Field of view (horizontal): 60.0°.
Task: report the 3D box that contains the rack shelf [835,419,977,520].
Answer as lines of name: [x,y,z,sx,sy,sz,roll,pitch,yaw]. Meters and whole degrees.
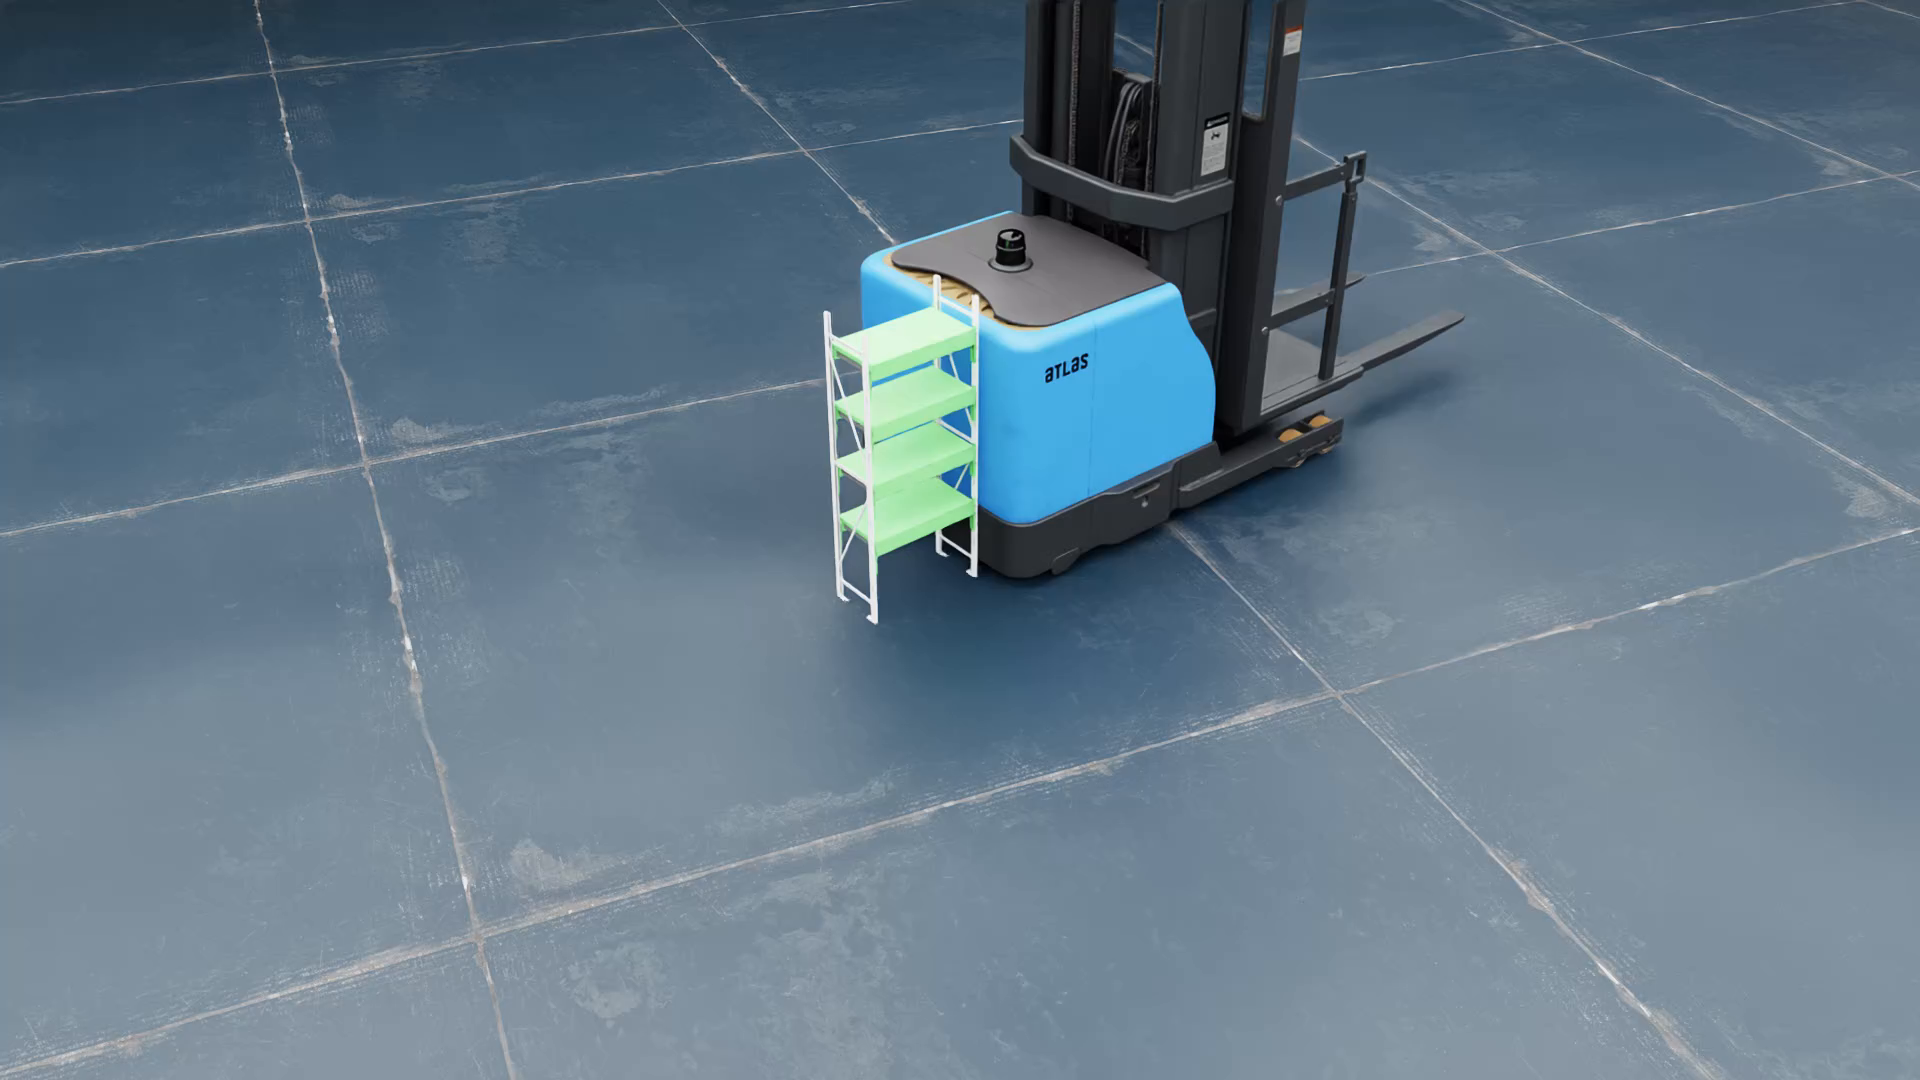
rack shelf: [-0.203,-0.269,6.180,0.480,0.148,0.258,-24,40,-32]

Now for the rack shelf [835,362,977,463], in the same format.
rack shelf: [-0.203,-0.470,6.049,0.480,0.148,0.258,-24,40,-32]

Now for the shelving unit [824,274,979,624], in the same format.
shelving unit: [-0.203,-0.323,6.145,0.503,1.200,0.258,-24,40,-32]

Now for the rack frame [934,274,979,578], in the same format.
rack frame: [-0.014,-0.407,6.275,0.015,1.200,0.240,-24,40,-32]

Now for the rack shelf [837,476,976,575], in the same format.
rack shelf: [-0.203,-0.068,6.311,0.480,0.148,0.258,-24,40,-32]

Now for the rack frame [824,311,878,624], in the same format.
rack frame: [-0.391,-0.238,6.016,0.015,1.200,0.240,-24,40,-32]

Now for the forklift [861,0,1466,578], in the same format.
forklift: [1.056,-1.742,6.739,3.031,2.935,1.130,-24,40,-32]

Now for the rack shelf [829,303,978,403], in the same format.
rack shelf: [-0.203,-0.671,5.919,0.480,0.148,0.258,-24,40,-32]
